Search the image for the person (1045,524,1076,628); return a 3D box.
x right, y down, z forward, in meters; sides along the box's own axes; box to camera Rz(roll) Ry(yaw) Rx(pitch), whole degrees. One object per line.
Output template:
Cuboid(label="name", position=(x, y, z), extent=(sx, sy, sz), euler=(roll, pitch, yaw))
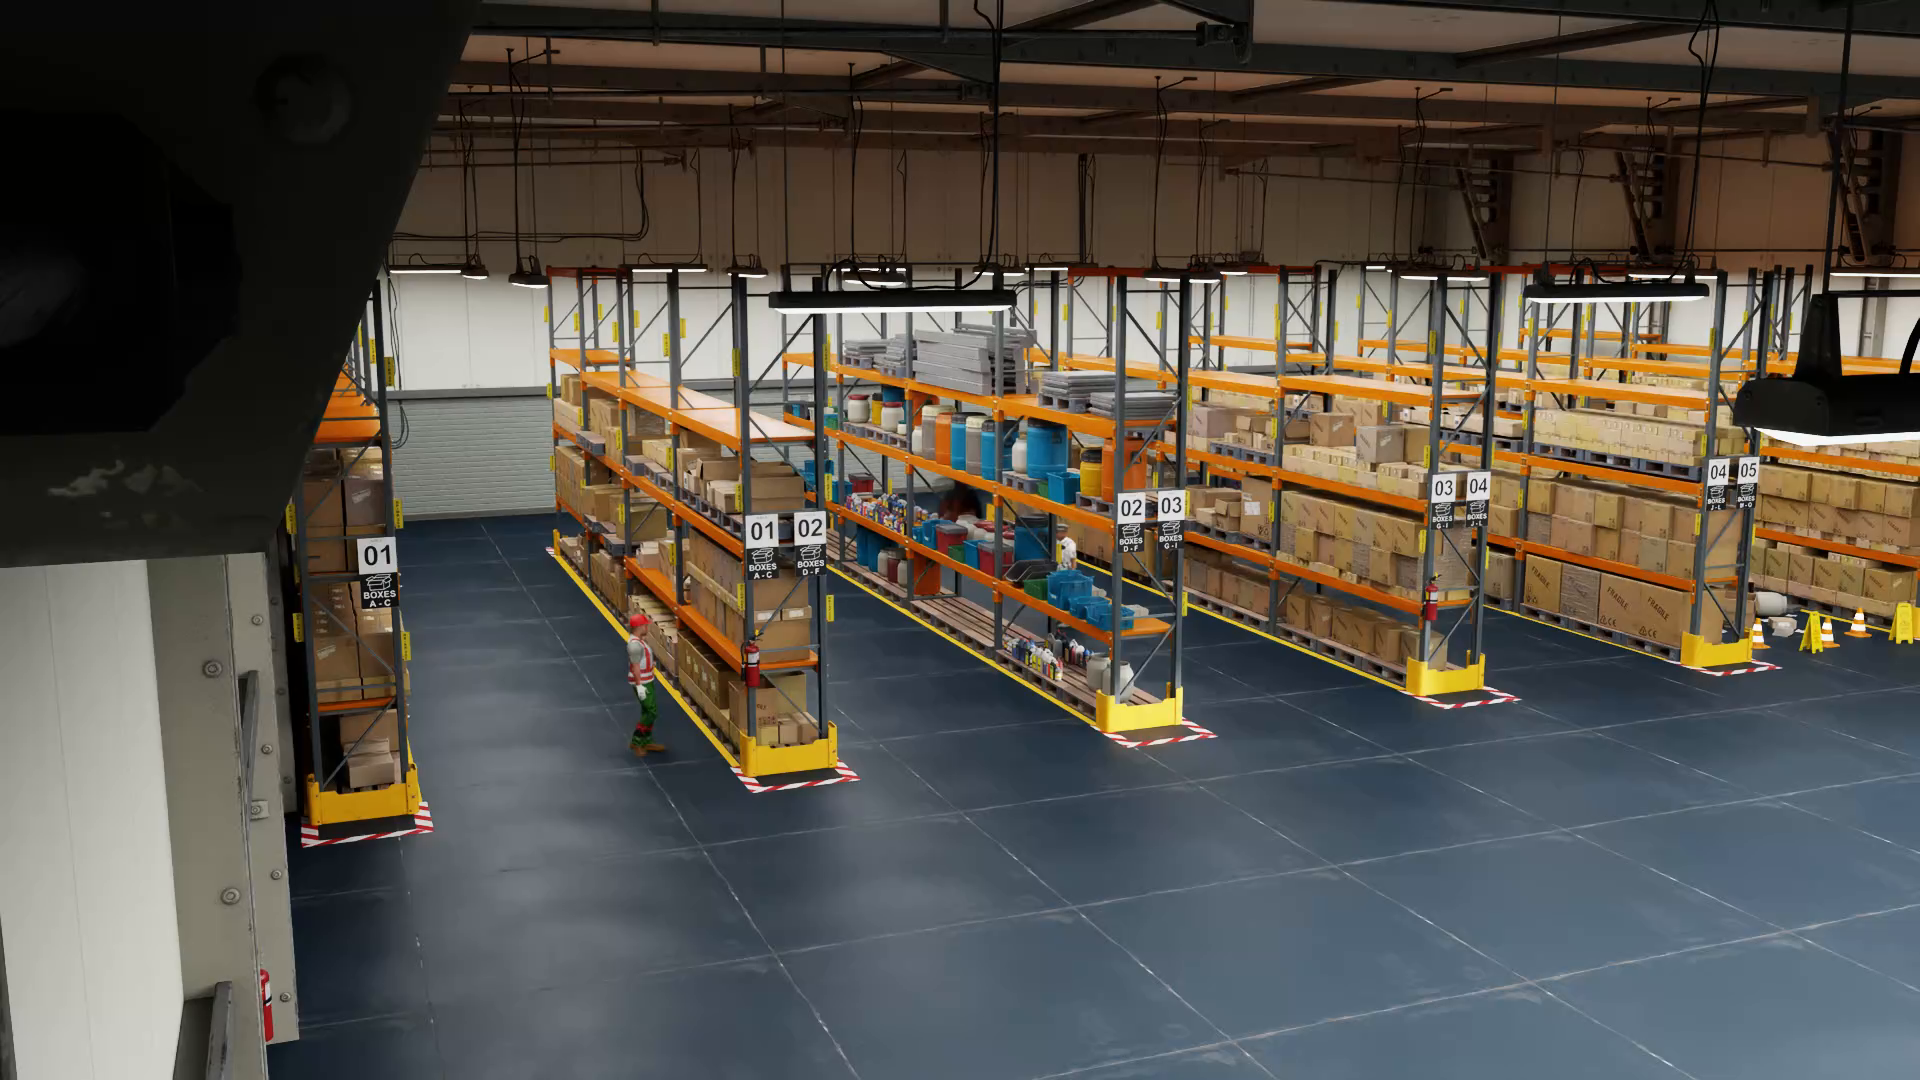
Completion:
Cuboid(label="person", position=(1.704, 0.587, 28.191), extent=(0.463, 1.747, 0.595), euler=(-8, 13, -39))

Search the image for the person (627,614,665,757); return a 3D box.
Cuboid(label="person", position=(-4.002, 1.832, 21.143), extent=(0.437, 1.821, 0.575), euler=(0, 10, -1))

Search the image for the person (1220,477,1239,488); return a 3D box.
Cuboid(label="person", position=(7.303, -2.238, 44.810), extent=(0.494, 1.655, 0.476), euler=(-1, 10, -8))
